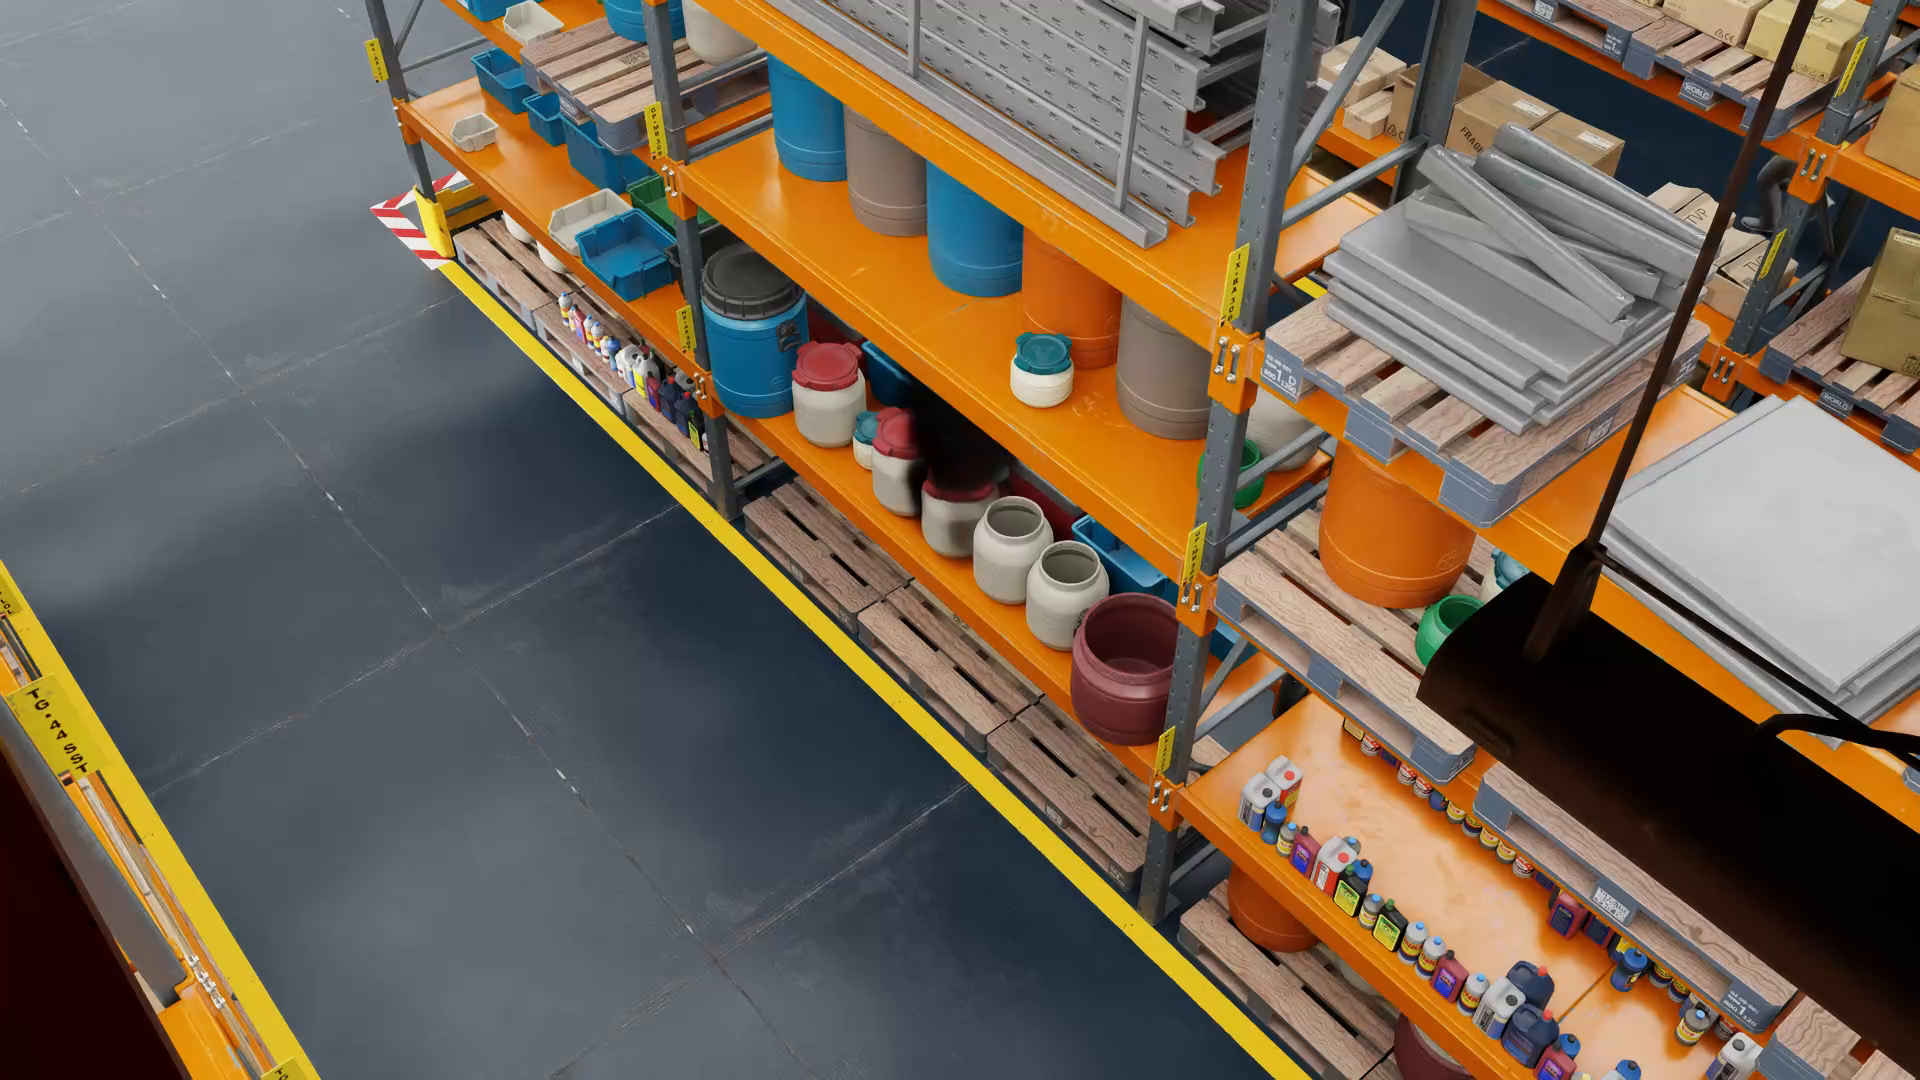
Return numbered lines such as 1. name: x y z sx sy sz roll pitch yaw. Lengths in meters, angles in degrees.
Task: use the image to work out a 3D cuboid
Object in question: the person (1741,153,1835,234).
1. person: 6.534 -3.010 12.717 0.578 1.665 0.560 31 54 26
